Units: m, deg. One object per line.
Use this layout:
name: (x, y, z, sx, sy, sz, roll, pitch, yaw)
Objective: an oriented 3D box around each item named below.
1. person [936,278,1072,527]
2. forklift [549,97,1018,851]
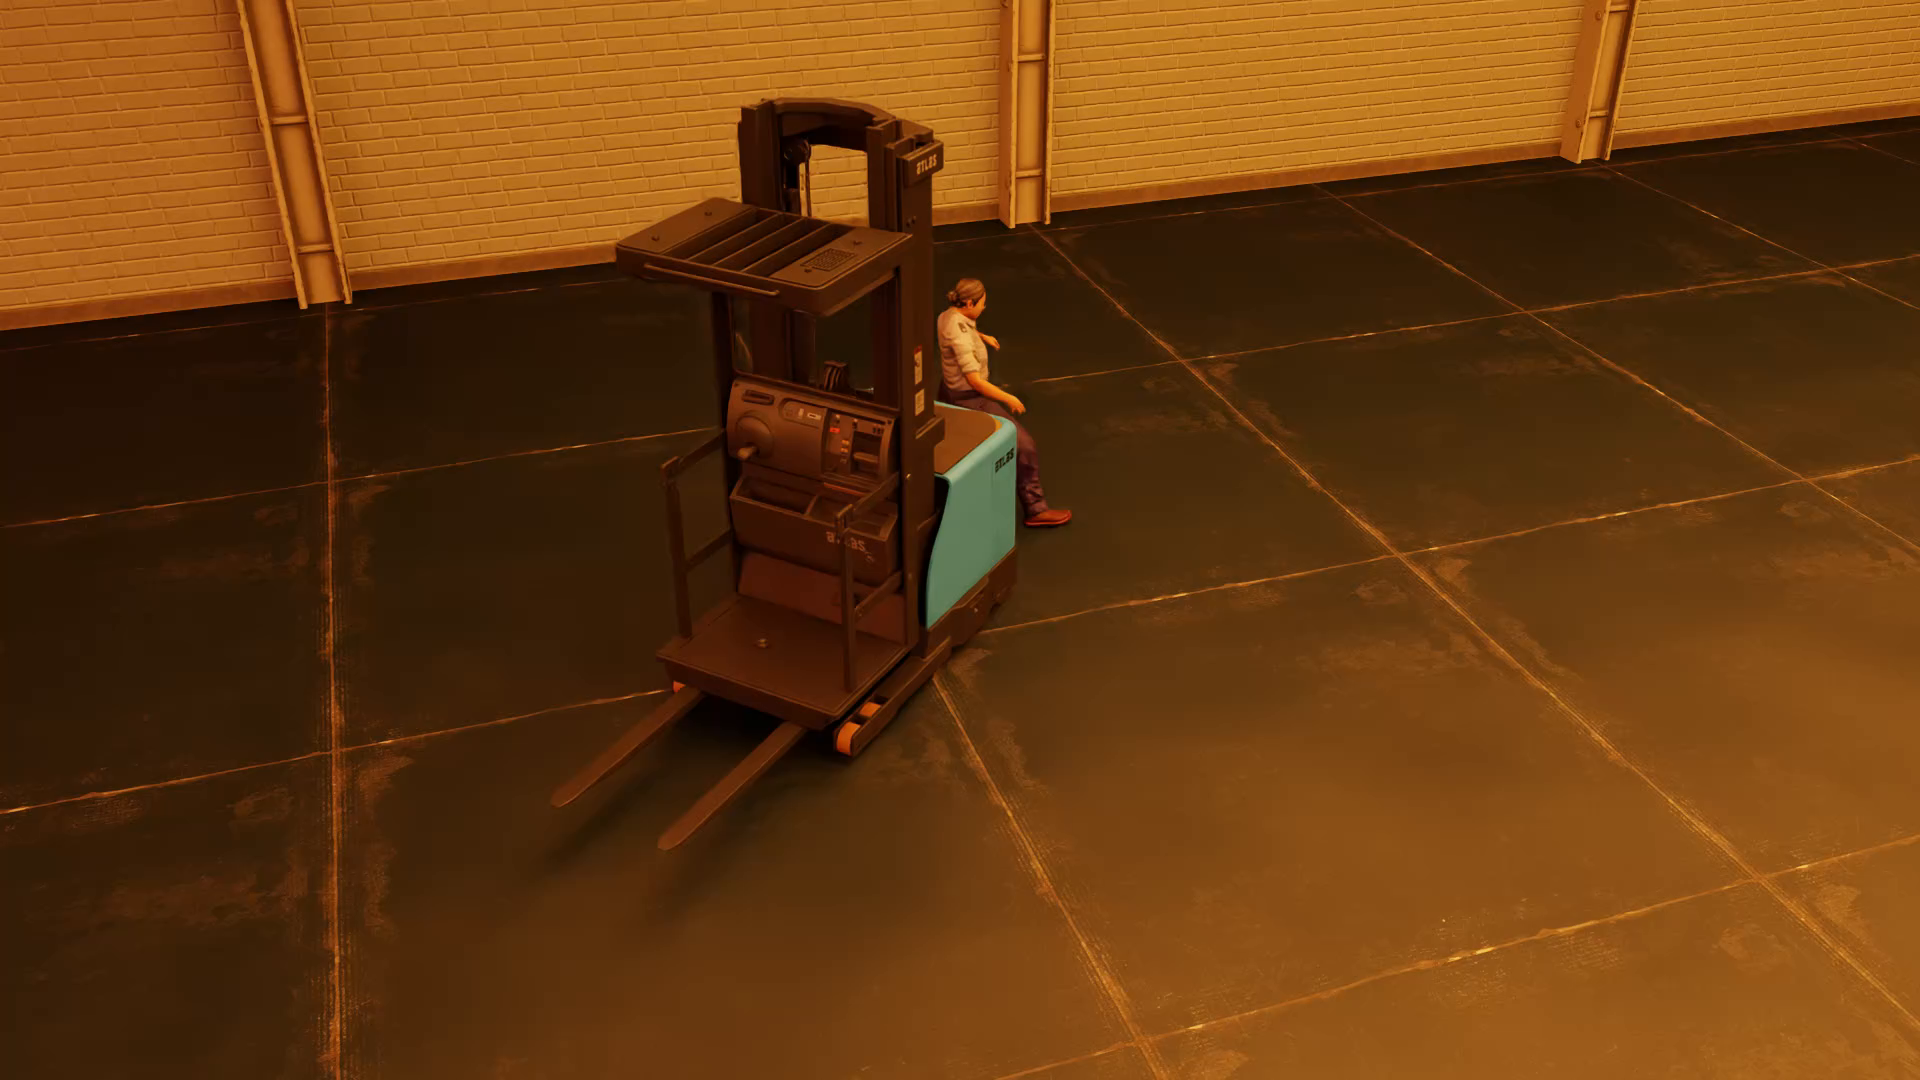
person: (0.119, -0.890, 10.140, 0.948, 1.504, 1.013, -7, 31, -12)
forklift: (-0.831, -0.466, 7.897, 1.130, 2.935, 3.031, 15, 33, 25)
